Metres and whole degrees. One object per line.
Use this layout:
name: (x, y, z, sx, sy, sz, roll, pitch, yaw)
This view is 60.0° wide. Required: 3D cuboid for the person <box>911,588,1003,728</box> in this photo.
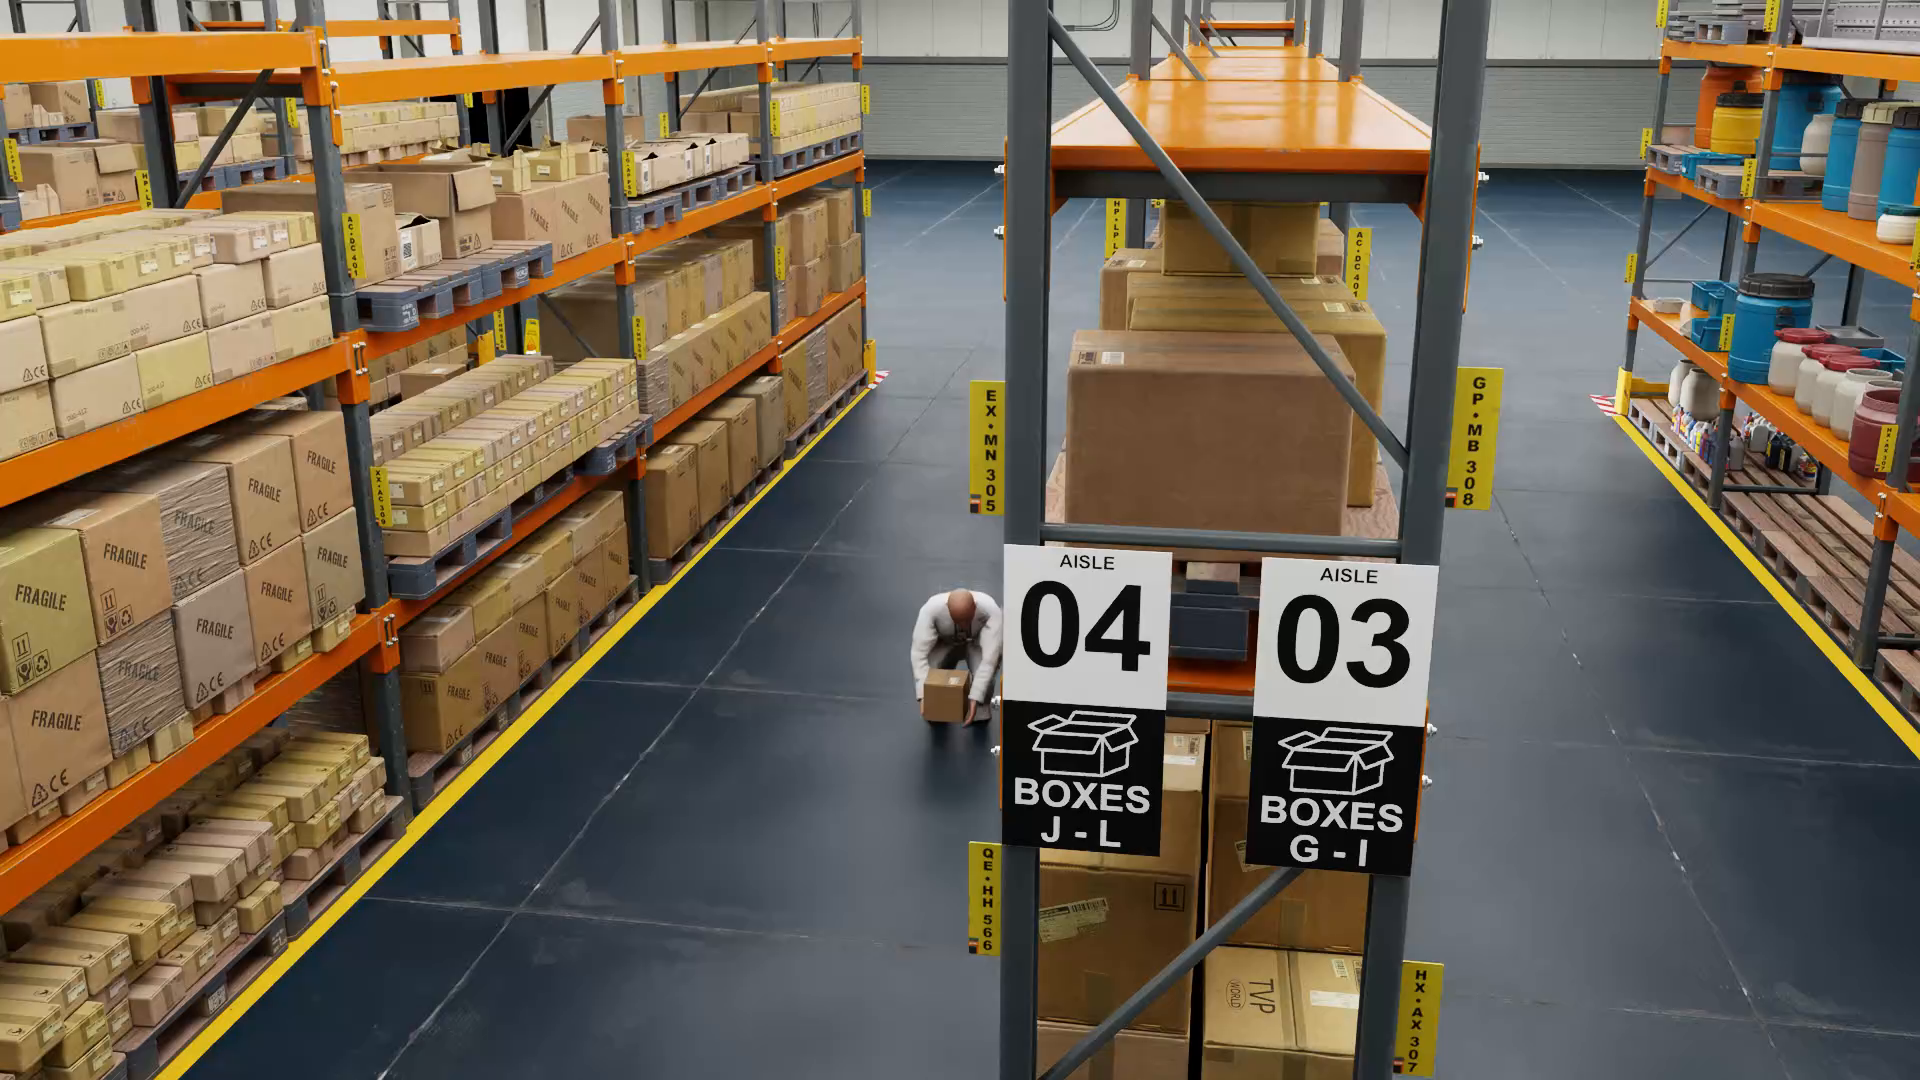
person: (-0.006, 0.711, 10.666, 0.603, 0.977, 0.909, 3, 18, 9)
